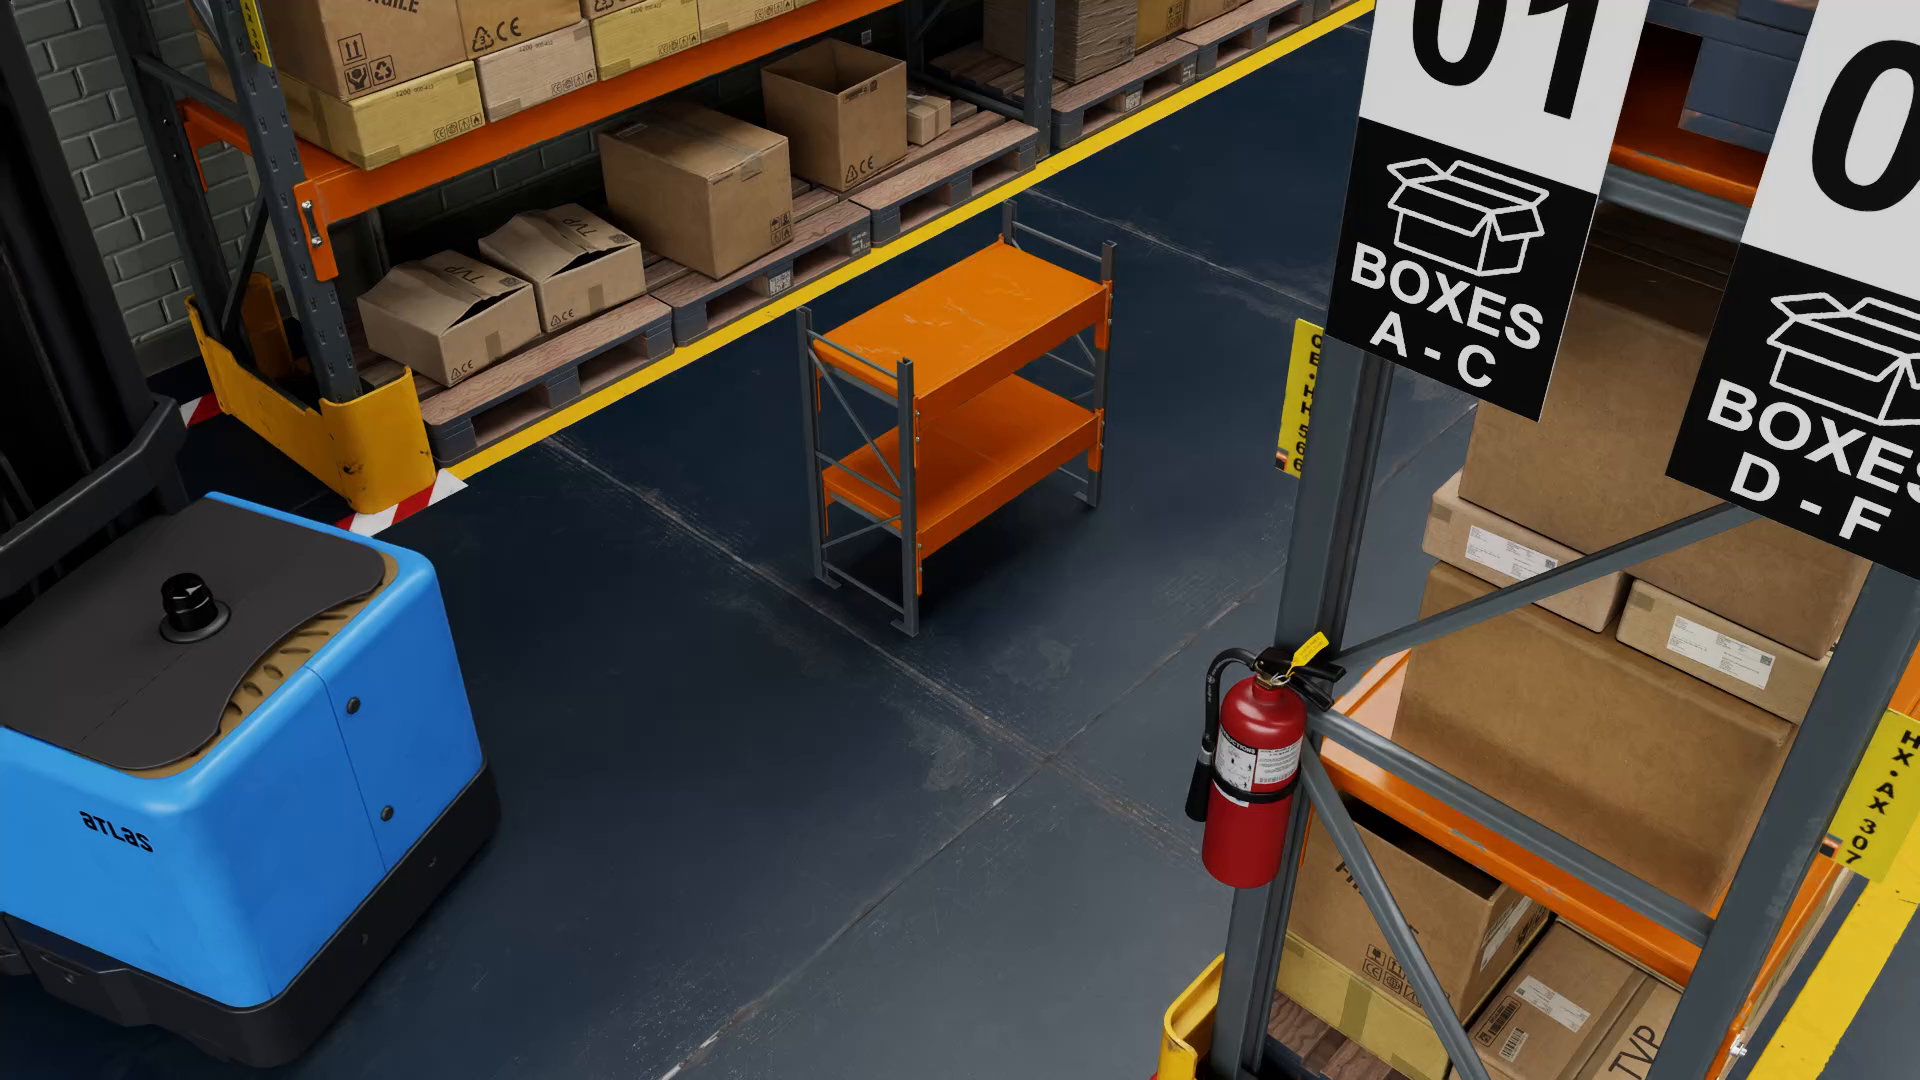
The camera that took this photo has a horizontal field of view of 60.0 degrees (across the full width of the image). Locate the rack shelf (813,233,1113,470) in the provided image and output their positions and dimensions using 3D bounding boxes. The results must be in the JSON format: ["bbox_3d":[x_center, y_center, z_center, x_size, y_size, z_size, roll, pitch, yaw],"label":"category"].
[{"bbox_3d":[0.005,-0.672,5.722,0.538,0.278,1.000,30,47,32],"label":"rack shelf"}]

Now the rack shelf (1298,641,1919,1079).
[{"bbox_3d":[2.376,-0.103,4.547,1.077,0.370,4.000,30,47,32],"label":"rack shelf"}]

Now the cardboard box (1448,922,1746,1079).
[{"bbox_3d":[1.552,1.294,4.085,0.500,0.250,0.500,30,47,32],"label":"cardboard box"}]

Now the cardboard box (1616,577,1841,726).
[{"bbox_3d":[1.450,0.152,3.048,0.380,0.149,0.250,29,47,32],"label":"cardboard box"}]

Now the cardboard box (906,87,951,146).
[{"bbox_3d":[-0.273,-2.186,8.512,0.380,0.166,0.250,23,44,27],"label":"cardboard box"}]

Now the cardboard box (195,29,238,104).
[{"bbox_3d":[-2.460,-1.789,6.194,0.500,0.250,0.500,30,48,32],"label":"cardboard box"}]

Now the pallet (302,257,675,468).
[{"bbox_3d":[-2.007,-0.845,7.144,1.003,0.211,1.213,30,47,32],"label":"pallet"}]

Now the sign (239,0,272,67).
[{"bbox_3d":[-2.232,-1.655,5.225,0.100,0.325,0.005,30,47,32],"label":"sign"}]

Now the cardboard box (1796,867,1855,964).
[{"bbox_3d":[2.225,0.833,4.664,0.500,0.250,0.500,30,47,32],"label":"cardboard box"}]

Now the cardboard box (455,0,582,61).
[{"bbox_3d":[-1.748,-2.102,5.986,0.500,0.500,0.500,30,47,32],"label":"cardboard box"}]

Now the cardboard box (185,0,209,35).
[{"bbox_3d":[-2.472,-2.092,5.973,0.500,0.500,0.500,29,47,31],"label":"cardboard box"}]

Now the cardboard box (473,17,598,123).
[{"bbox_3d":[-1.729,-1.828,6.243,0.500,0.250,0.500,28,46,31],"label":"cardboard box"}]

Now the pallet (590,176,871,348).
[{"bbox_3d":[-1.184,-1.403,7.845,1.003,0.211,1.213,30,47,32],"label":"pallet"}]

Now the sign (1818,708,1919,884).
[{"bbox_3d":[1.432,0.401,2.577,0.100,0.325,0.005,30,47,32],"label":"sign"}]

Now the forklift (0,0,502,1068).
[{"bbox_3d":[-2.964,-0.348,4.332,3.031,2.935,1.130,15,41,18],"label":"forklift"}]

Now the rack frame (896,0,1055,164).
[{"bbox_3d":[0.066,-3.381,8.092,1.000,3.000,0.127,30,47,32],"label":"rack frame"}]

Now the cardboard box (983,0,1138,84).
[{"bbox_3d":[0.550,-2.920,9.167,0.700,0.500,0.500,31,48,33],"label":"cardboard box"}]

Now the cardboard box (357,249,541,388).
[{"bbox_3d":[-2.099,-0.943,6.833,0.500,0.311,0.500,24,44,27],"label":"cardboard box"}]

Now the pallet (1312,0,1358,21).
[{"bbox_3d":[2.236,-3.769,10.820,1.003,0.211,1.213,30,47,32],"label":"pallet"}]

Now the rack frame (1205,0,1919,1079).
[{"bbox_3d":[1.024,0.533,3.169,0.949,2.616,0.053,30,47,32],"label":"rack frame"}]

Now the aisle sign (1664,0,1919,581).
[{"bbox_3d":[1.208,-0.324,2.159,0.394,0.787,0.004,30,47,32],"label":"aisle sign"}]

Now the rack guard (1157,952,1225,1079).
[{"bbox_3d":[1.010,1.524,3.932,1.175,0.500,0.348,30,47,32],"label":"rack guard"}]

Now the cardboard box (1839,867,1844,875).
[{"bbox_3d":[2.216,0.534,4.437,0.500,0.500,0.500,30,47,32],"label":"cardboard box"}]

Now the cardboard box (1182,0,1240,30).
[{"bbox_3d":[1.236,-3.396,9.766,0.700,0.500,0.500,30,47,32],"label":"cardboard box"}]

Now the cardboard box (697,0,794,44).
[{"bbox_3d":[-1.038,-2.291,6.825,0.500,0.250,0.500,30,47,32],"label":"cardboard box"}]

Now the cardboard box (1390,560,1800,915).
[{"bbox_3d":[1.351,0.286,3.399,0.700,0.500,0.500,30,47,32],"label":"cardboard box"}]

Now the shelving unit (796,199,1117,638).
[{"bbox_3d":[0.005,-0.443,5.904,0.538,1.125,1.048,30,47,32],"label":"shelving unit"}]

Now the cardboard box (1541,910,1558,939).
[{"bbox_3d":[1.499,0.841,4.654,0.500,0.250,0.500,30,47,32],"label":"cardboard box"}]

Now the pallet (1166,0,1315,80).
[{"bbox_3d":[1.413,-3.211,10.119,1.003,0.211,1.213,30,47,32],"label":"pallet"}]

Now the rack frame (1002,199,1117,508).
[{"bbox_3d":[0.348,-0.677,6.198,0.500,1.125,0.032,30,47,32],"label":"rack frame"}]

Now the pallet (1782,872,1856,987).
[{"bbox_3d":[2.335,0.699,5.201,1.003,0.211,1.213,30,47,32],"label":"pallet"}]

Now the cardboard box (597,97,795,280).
[{"bbox_3d":[-1.183,-1.595,7.501,0.700,0.500,0.500,27,46,29],"label":"cardboard box"}]
